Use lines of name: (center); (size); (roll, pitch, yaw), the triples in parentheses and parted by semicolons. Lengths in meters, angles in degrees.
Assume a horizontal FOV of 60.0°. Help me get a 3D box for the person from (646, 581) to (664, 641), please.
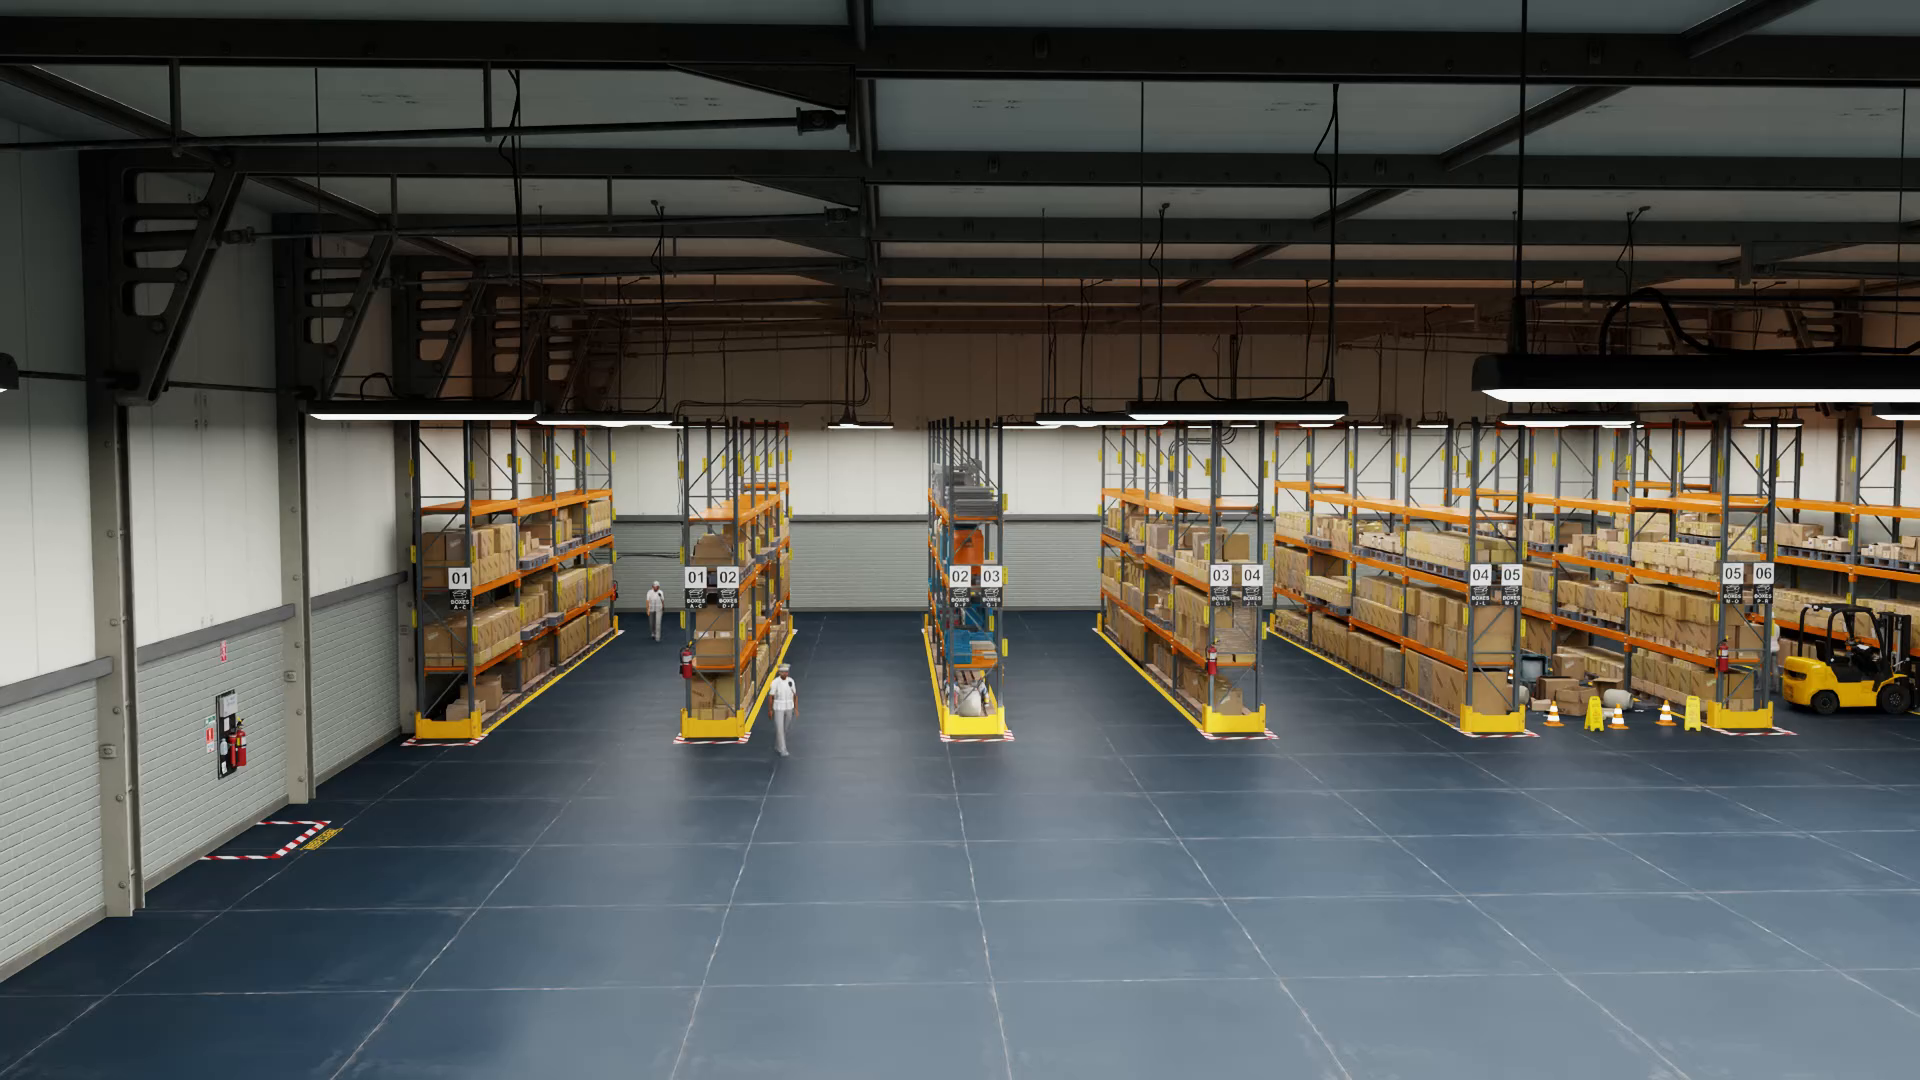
person: (-8.345, 1.929, 45.569); (0.480, 1.603, 1.043); (0, 4, -3)

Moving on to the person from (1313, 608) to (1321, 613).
person: (10.823, 1.520, 50.739); (0.826, 1.771, 0.557); (-3, 5, -42)

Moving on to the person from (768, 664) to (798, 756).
person: (-3.093, 2.977, 29.234); (0.499, 1.624, 1.037); (-2, 4, -33)

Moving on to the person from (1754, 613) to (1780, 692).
person: (17.864, 2.476, 36.618); (0.544, 1.805, 0.604); (-1, 4, -13)
